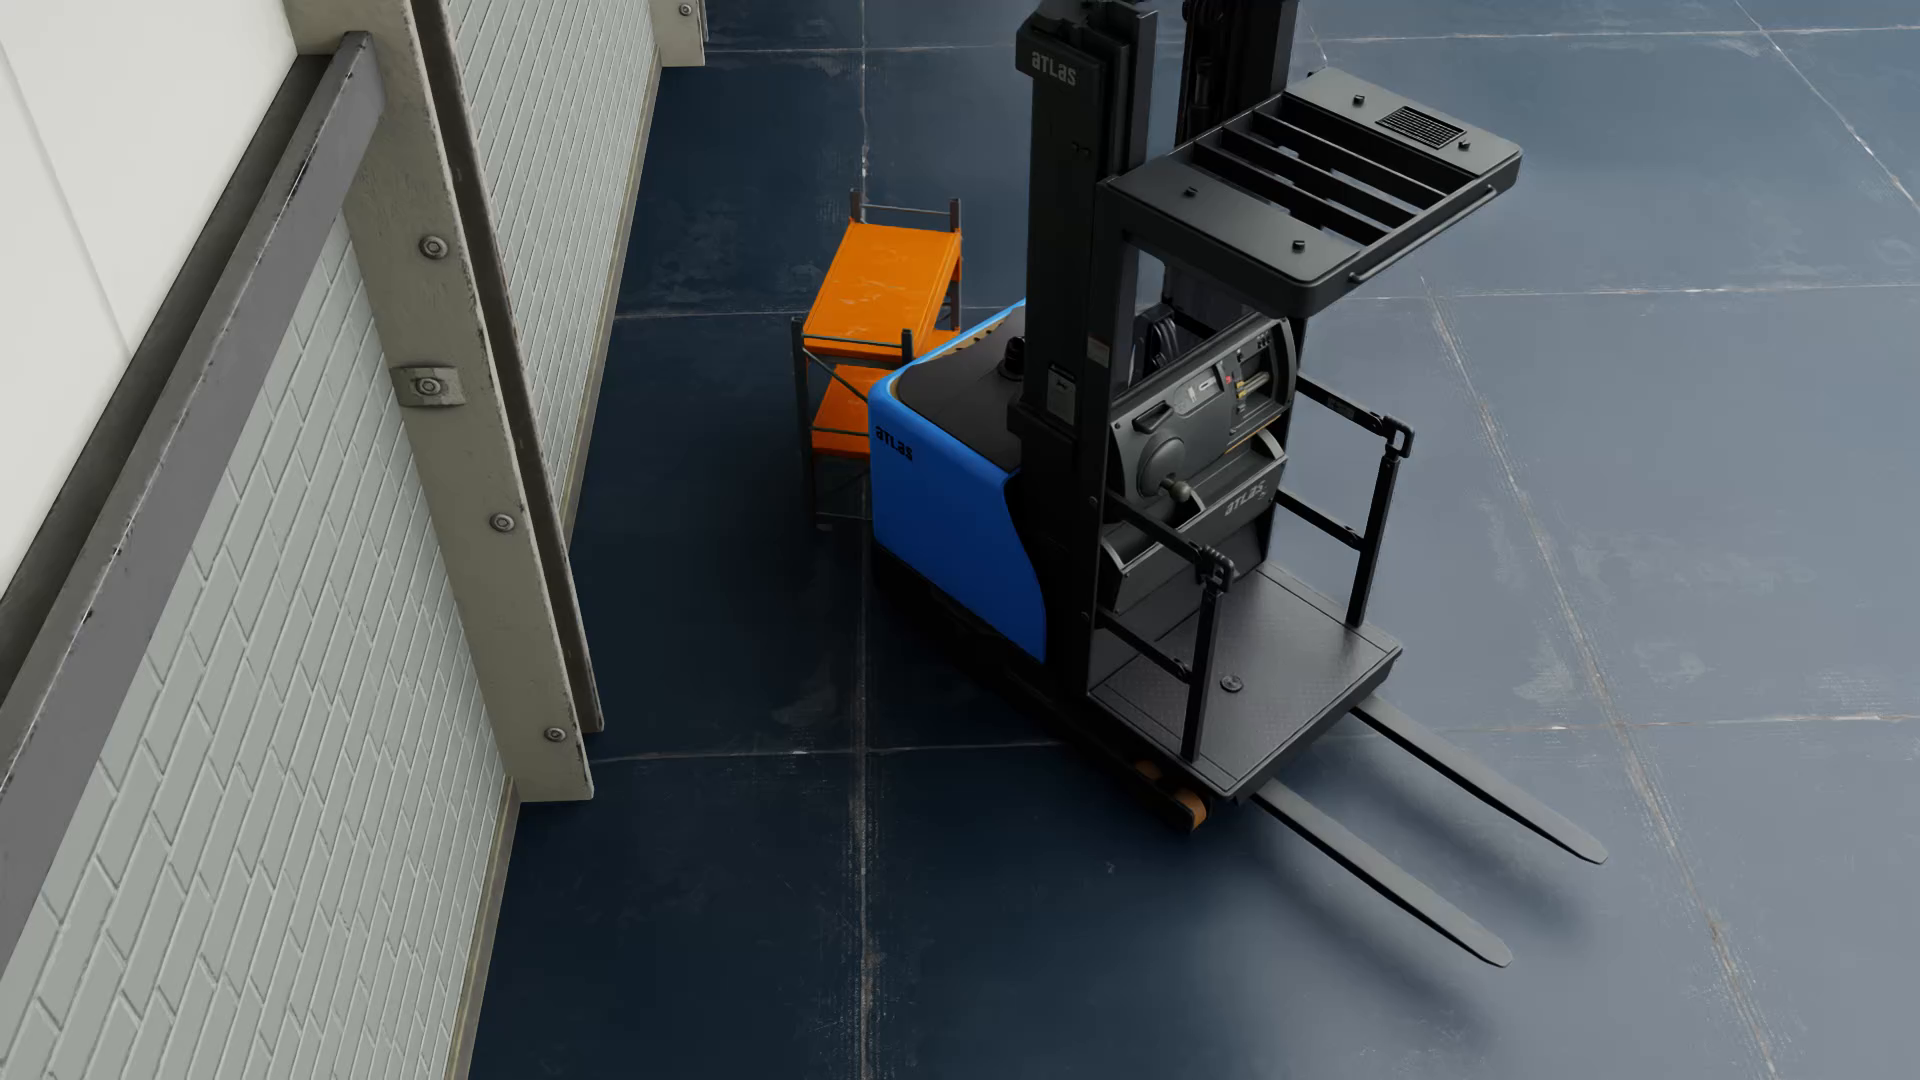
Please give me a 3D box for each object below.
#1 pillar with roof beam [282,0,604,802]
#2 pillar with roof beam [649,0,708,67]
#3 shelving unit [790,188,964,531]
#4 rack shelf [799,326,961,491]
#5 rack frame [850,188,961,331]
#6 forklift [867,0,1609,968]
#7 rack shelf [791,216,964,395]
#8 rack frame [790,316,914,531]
[{"bbox_3d":[2.741,-2.584,3.559,9.100,9.000,0.400,-2,43,-2],"label":"pillar with roof beam"},{"bbox_3d":[2.486,-6.634,7.978,9.100,9.000,0.400,-2,43,-2],"label":"pillar with roof beam"},{"bbox_3d":[-0.341,-0.786,7.425,0.538,1.125,1.048,7,43,8],"label":"shelving unit"},{"bbox_3d":[-0.341,-0.606,7.590,0.538,0.278,1.000,7,43,8],"label":"rack shelf"},{"bbox_3d":[-0.245,-1.124,7.793,0.500,1.125,0.032,7,43,8],"label":"rack frame"},{"bbox_3d":[1.002,-0.390,5.656,1.130,2.935,3.031,-33,52,-31],"label":"forklift"},{"bbox_3d":[-0.341,-1.002,7.227,0.538,0.278,1.000,7,43,8],"label":"rack shelf"},{"bbox_3d":[-0.436,-0.449,7.057,0.500,1.125,0.032,7,43,8],"label":"rack frame"}]
